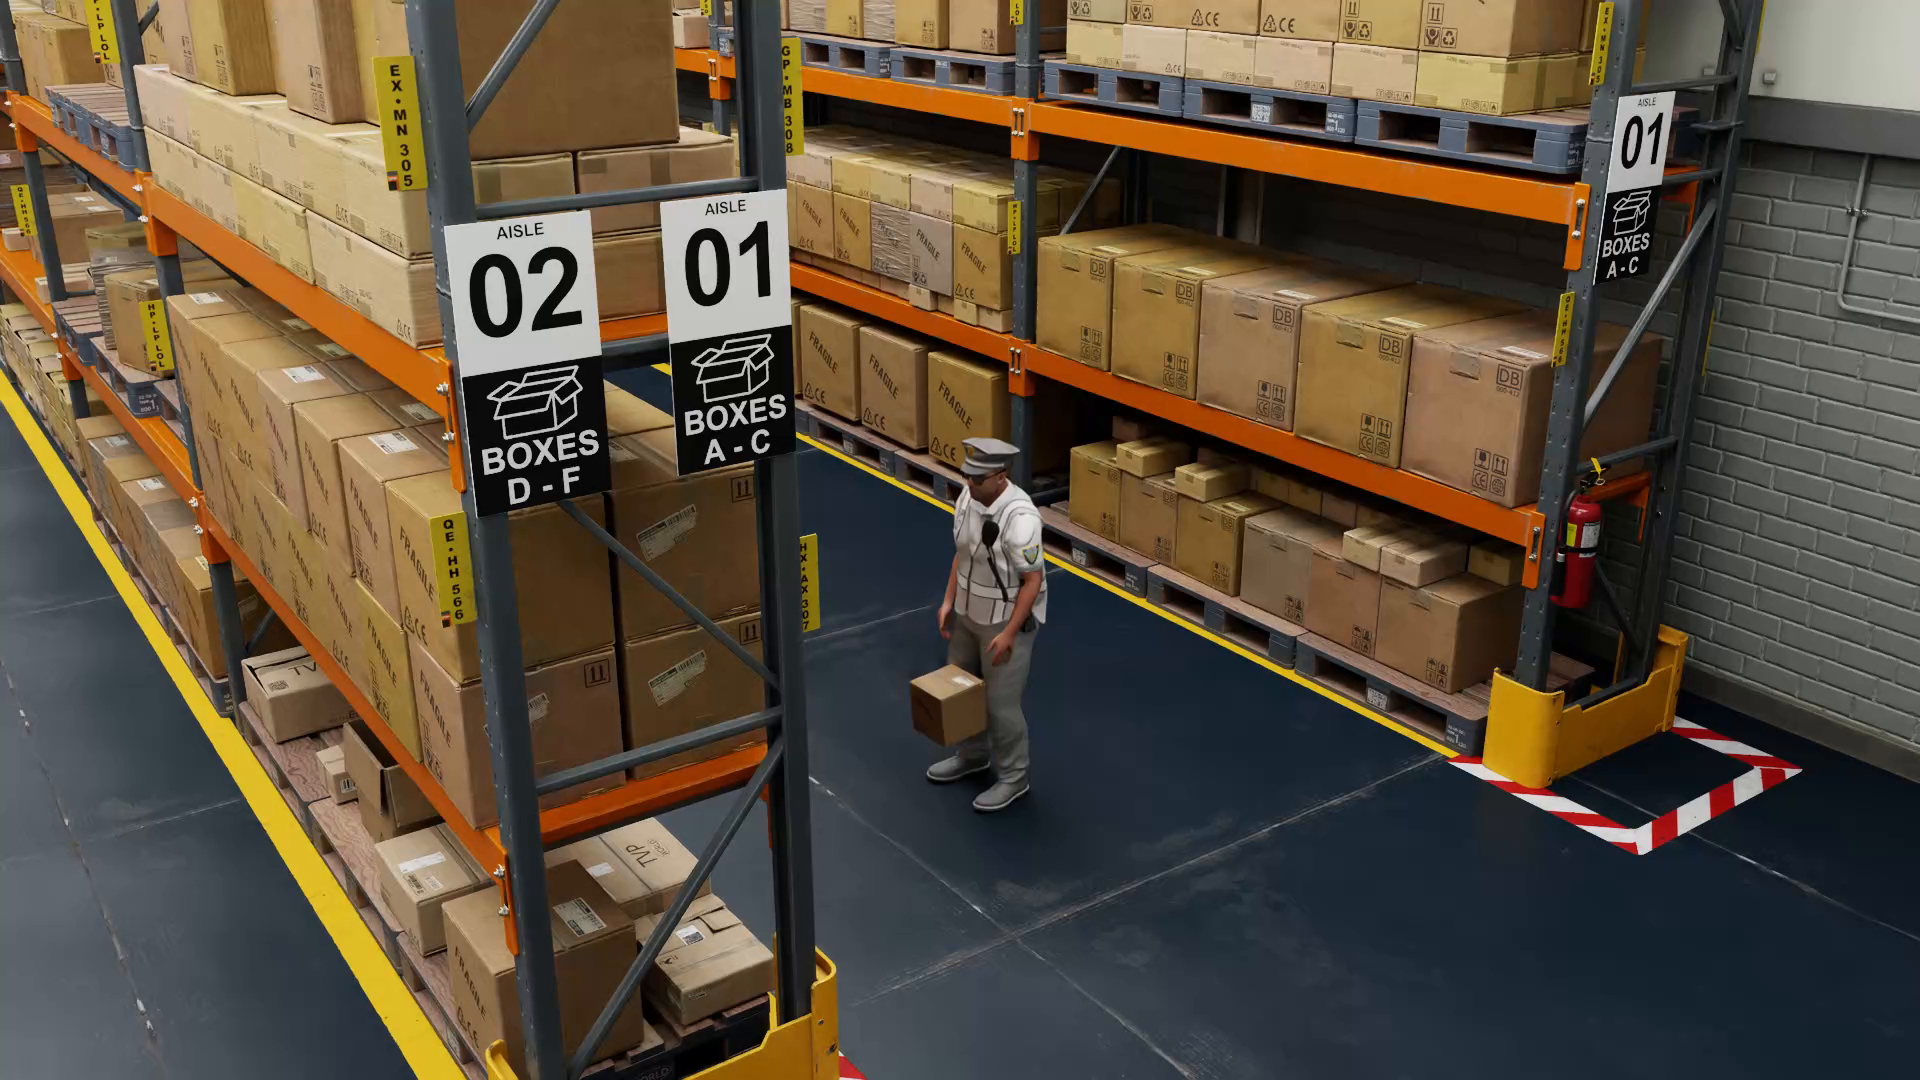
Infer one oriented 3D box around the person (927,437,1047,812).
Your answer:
[{"bbox_3d":[0.155,0.359,7.639,0.434,1.755,0.561,-15,26,-34],"label":"person"}]
